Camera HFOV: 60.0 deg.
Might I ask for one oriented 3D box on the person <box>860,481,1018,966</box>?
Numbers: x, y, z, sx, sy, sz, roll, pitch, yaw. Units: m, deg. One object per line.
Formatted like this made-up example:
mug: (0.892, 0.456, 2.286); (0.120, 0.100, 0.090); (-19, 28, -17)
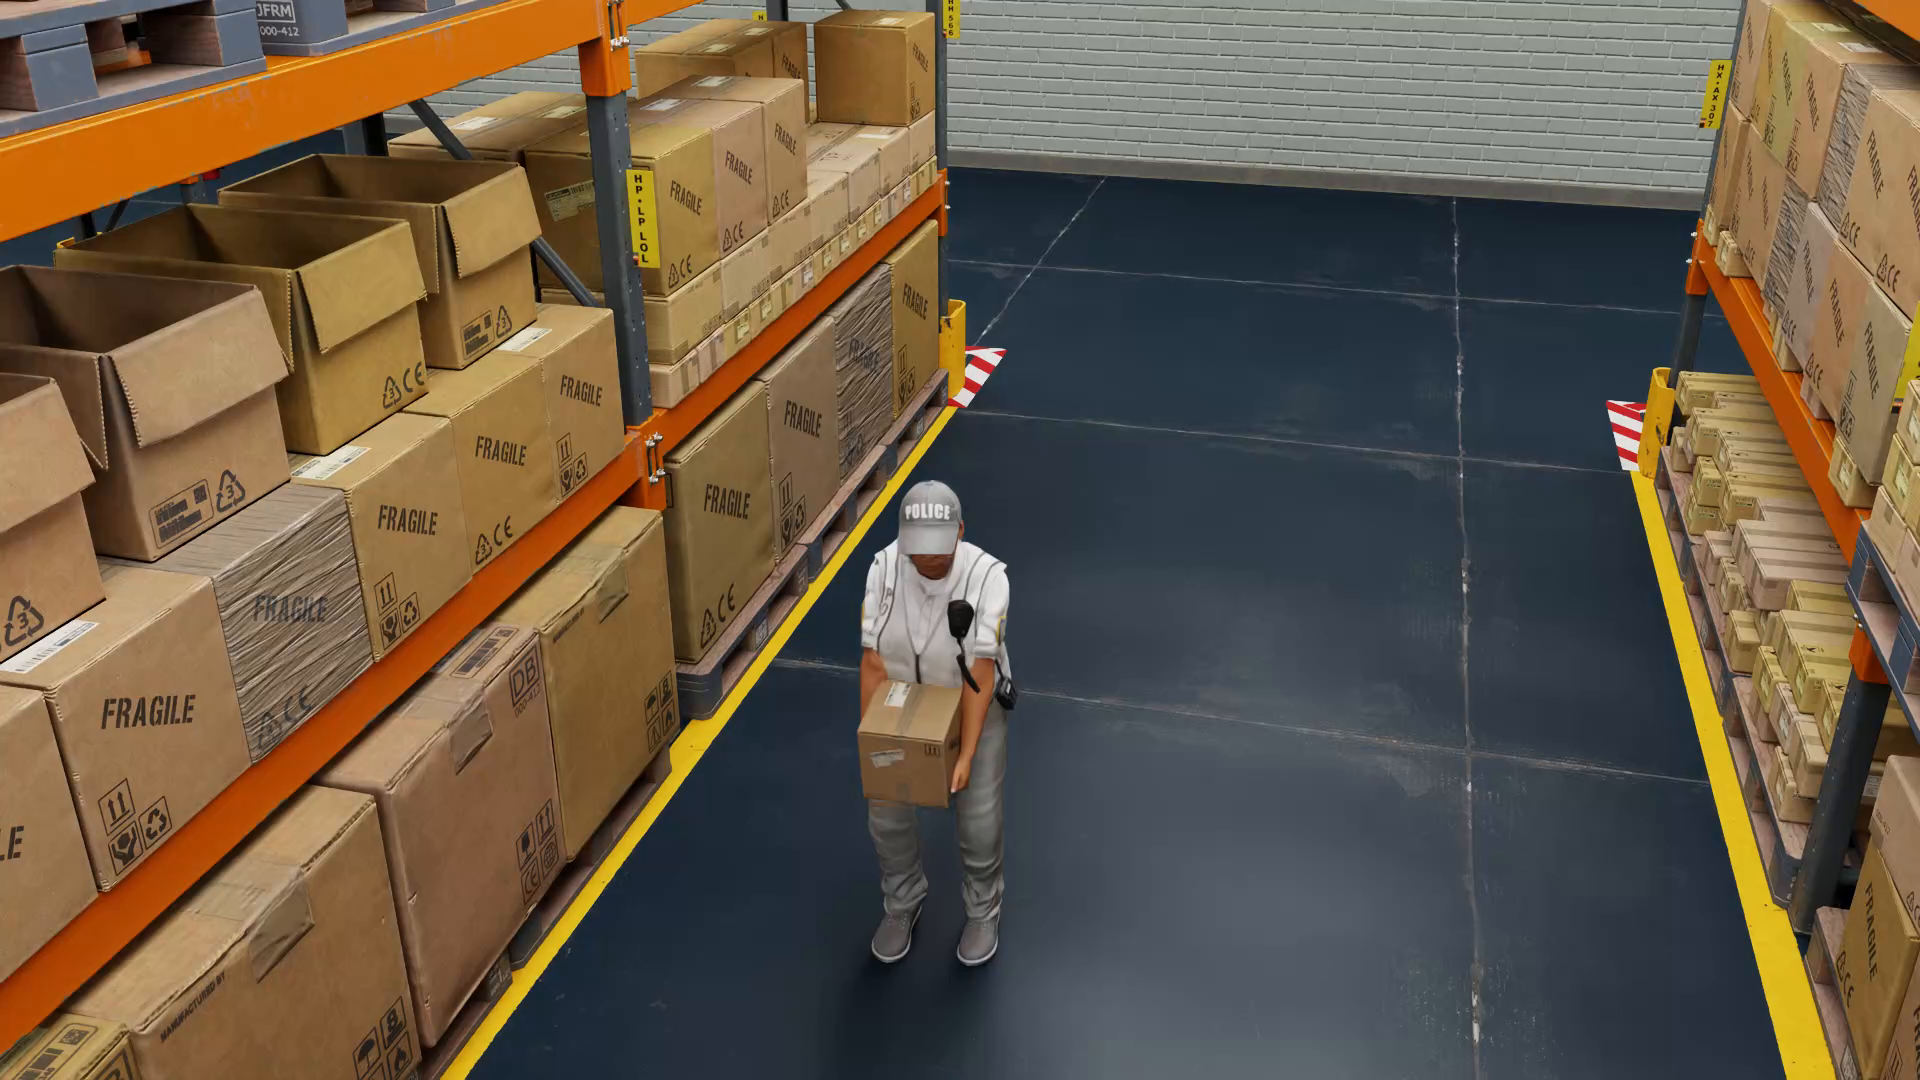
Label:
person: (-0.074, 0.551, 4.993); (0.452, 1.638, 0.581); (6, 26, 12)
